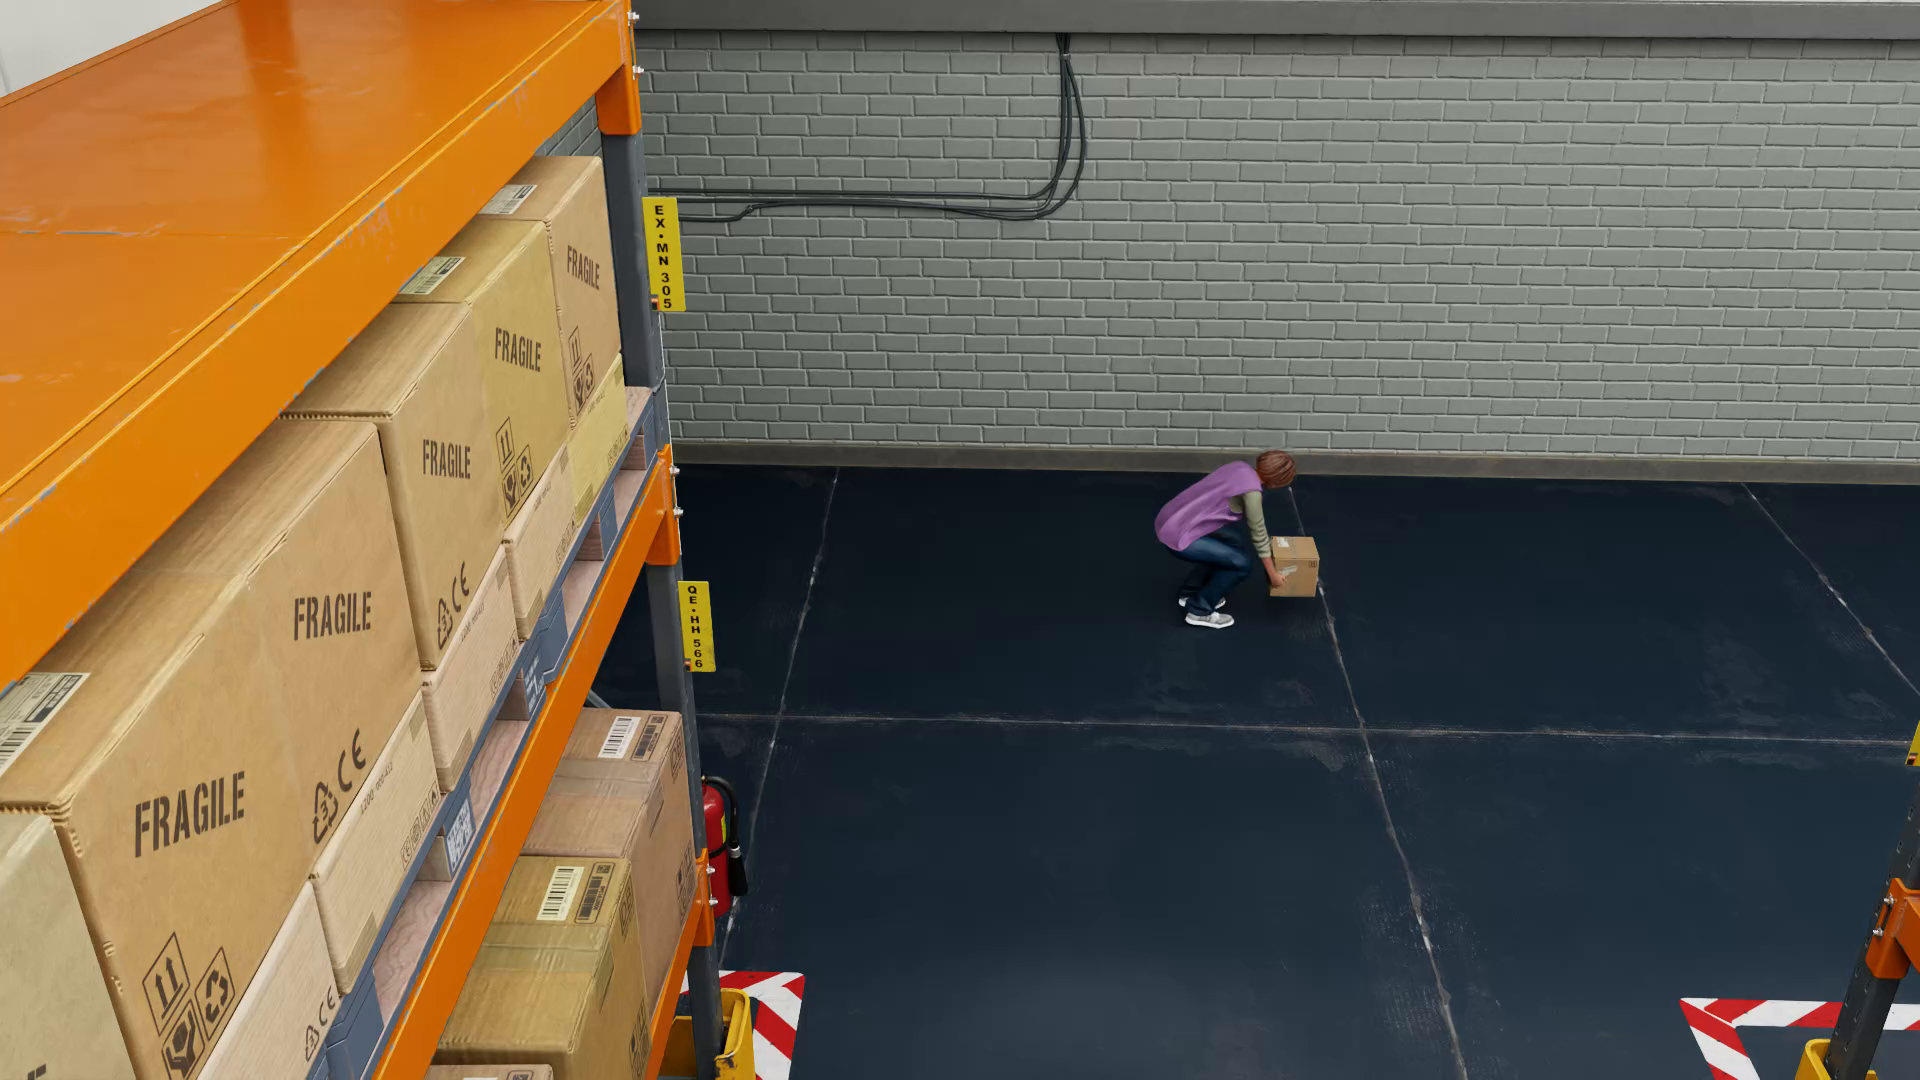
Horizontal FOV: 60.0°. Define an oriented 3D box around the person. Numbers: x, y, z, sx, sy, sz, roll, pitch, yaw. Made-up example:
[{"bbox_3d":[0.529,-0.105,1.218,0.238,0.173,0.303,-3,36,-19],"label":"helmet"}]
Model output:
[{"bbox_3d":[1.461,-0.029,9.301,0.761,1.016,0.453,1,28,2],"label":"person"}]
